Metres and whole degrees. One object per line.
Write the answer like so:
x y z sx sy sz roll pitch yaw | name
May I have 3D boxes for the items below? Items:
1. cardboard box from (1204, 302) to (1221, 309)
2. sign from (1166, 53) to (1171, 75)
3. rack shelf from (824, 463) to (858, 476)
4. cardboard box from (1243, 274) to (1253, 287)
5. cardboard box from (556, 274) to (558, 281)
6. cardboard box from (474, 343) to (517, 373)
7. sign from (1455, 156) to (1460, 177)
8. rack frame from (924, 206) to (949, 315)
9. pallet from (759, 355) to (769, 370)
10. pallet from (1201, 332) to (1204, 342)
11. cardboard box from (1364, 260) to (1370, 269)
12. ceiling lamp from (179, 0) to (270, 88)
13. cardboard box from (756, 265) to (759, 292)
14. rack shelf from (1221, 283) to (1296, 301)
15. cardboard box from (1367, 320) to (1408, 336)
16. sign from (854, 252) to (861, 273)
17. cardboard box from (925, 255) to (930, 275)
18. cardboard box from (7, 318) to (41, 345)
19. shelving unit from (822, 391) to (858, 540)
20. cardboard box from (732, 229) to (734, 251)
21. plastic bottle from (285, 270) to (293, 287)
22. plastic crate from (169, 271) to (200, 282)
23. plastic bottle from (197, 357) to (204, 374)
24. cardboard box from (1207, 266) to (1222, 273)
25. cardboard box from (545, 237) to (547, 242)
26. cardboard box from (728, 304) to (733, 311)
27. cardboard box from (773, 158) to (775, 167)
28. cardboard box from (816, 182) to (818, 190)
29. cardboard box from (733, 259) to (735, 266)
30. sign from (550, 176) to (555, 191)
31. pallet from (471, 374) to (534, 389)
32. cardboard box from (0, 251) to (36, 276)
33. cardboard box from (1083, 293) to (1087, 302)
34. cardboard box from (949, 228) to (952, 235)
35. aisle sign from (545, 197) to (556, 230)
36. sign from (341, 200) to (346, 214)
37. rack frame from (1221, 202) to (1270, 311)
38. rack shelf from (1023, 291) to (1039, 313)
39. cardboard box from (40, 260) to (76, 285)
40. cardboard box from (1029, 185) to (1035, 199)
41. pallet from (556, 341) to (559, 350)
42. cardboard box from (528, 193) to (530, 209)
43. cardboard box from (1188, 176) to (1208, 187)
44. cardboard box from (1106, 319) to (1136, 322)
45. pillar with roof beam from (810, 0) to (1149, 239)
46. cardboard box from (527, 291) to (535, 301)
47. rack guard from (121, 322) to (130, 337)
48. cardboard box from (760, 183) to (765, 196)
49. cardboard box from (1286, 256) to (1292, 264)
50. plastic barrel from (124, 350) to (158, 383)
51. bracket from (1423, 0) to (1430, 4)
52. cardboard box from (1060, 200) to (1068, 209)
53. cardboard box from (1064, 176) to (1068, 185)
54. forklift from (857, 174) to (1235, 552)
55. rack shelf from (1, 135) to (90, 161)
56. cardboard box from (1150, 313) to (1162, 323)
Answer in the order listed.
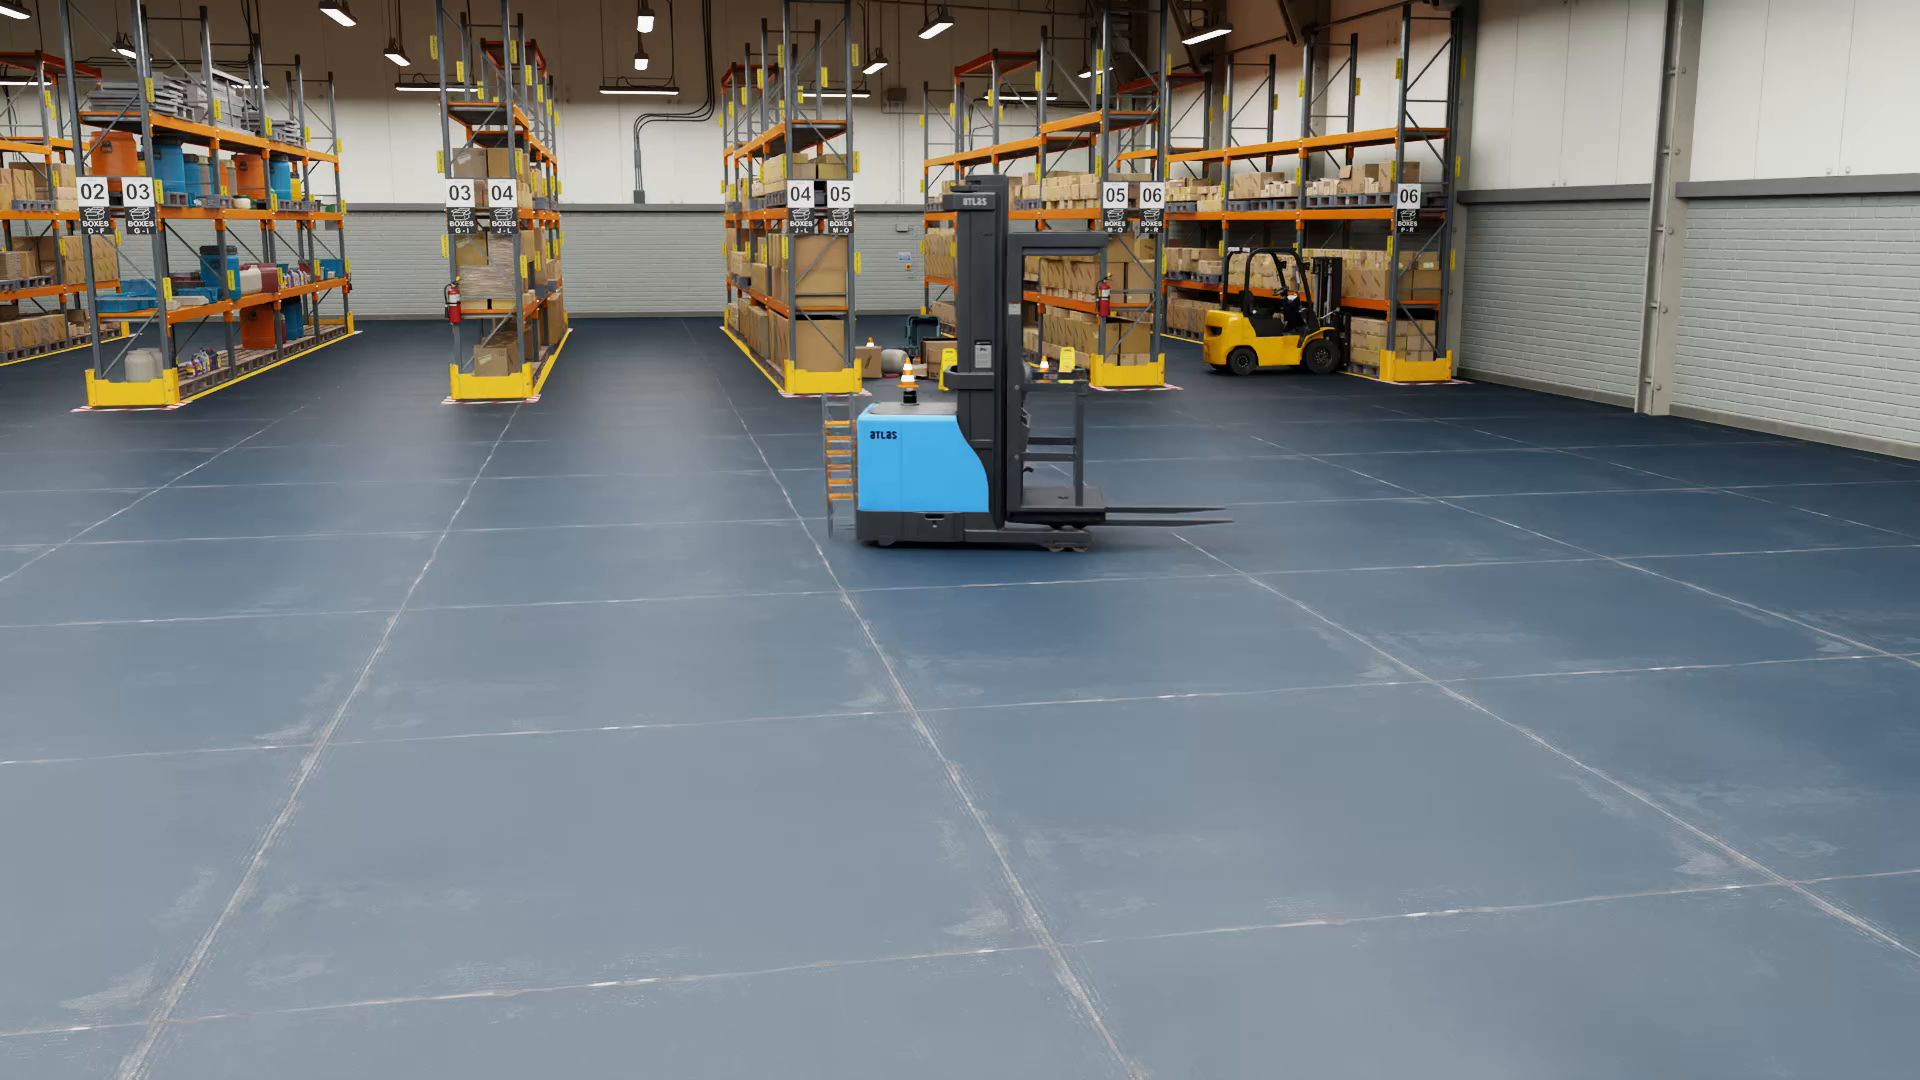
5.586 -5.143 36.523 0.380 0.149 0.250 -2 11 -9 | cardboard box
3.249 -7.432 25.967 0.100 0.325 0.005 -2 11 -11 | sign
-0.977 -0.565 13.673 0.258 0.103 0.180 -1 11 3 | rack shelf
6.076 -5.265 33.739 0.500 0.250 0.500 -2 11 -13 | cardboard box
-9.172 -5.847 37.068 0.380 0.149 0.250 -2 11 -9 | cardboard box
-7.259 -2.809 25.994 0.500 0.500 0.500 1 11 4 | cardboard box
8.130 -6.110 27.202 0.100 0.325 0.005 -2 11 -11 | sign
-0.395 -6.902 41.937 1.000 3.000 0.127 -2 11 -11 | rack frame
-3.121 -3.271 30.320 1.003 0.211 1.213 -2 11 -11 | pallet
5.921 -4.384 36.167 1.003 0.211 1.213 -2 11 -11 | pallet
7.136 -4.711 28.425 0.380 0.149 0.250 -2 11 -11 | cardboard box
-17.901 -12.579 40.108 2.000 3.185 0.800 -2 11 -11 | ceiling lamp
-3.559 -4.916 31.235 0.500 0.500 0.500 -2 11 -12 | cardboard box
6.418 -4.896 33.320 1.077 0.370 4.000 -2 11 -11 | rack shelf
7.189 -3.568 27.979 0.500 0.250 0.500 -2 11 -9 | cardboard box
-1.574 -4.252 25.488 0.100 0.325 0.005 -2 11 -11 | sign
-0.583 -6.853 41.410 0.500 0.500 0.500 -2 11 -11 | cardboard box
-18.393 -4.080 32.621 0.500 0.500 0.500 -3 11 -13 | cardboard box
-0.978 -0.609 13.665 0.258 1.200 0.189 -1 11 3 | shelving unit
-4.916 -6.827 37.807 0.500 0.500 0.500 -2 11 -13 | cardboard box
-13.482 -5.245 33.362 0.144 0.351 0.185 -2 11 -11 | plastic bottle
-13.035 -4.270 27.936 0.402 0.464 0.583 -2 11 -11 | plastic crate
-12.035 -2.765 26.322 0.097 0.271 0.097 0 11 0 | plastic bottle
5.525 -5.805 35.724 0.380 0.149 0.250 -2 11 -10 | cardboard box
-9.206 -6.233 35.472 0.797 0.503 0.637 -2 11 -12 | cardboard box
-5.367 -5.596 39.985 0.380 0.149 0.250 -2 11 -11 | cardboard box
-2.814 -6.095 26.825 0.380 0.149 0.250 -2 11 -11 | cardboard box
-2.117 -5.680 26.778 0.380 0.149 0.250 -2 11 -11 | cardboard box
-4.673 -5.967 35.780 0.380 0.149 0.250 -3 11 -13 | cardboard box
-8.808 -7.712 35.944 0.100 0.325 0.005 -2 11 -11 | sign
-7.142 -2.401 25.749 1.003 0.211 1.213 -2 11 -11 | pallet
-19.183 -5.609 33.752 0.700 0.500 0.500 -6 12 -30 | cardboard box
2.247 -3.995 27.336 0.380 0.149 0.250 -2 11 -12 | cardboard box
-0.040 -7.216 38.912 0.380 0.149 0.250 -2 11 -11 | cardboard box
-9.836 -7.843 39.927 0.394 0.787 0.004 -2 11 -11 | aisle sign
-14.438 -7.807 38.947 0.100 0.325 0.005 -2 11 -11 | sign
6.029 -5.616 35.180 1.000 3.000 0.127 -2 11 -11 | rack frame
1.550 -4.715 32.368 1.077 0.370 4.000 -2 11 -11 | rack shelf
-18.888 -5.601 34.833 0.500 0.500 0.500 -2 11 -10 | cardboard box
1.590 -6.502 31.091 0.500 0.250 0.500 -2 11 -10 | cardboard box
-8.873 -4.075 34.542 1.003 0.211 1.213 -2 11 -11 | pallet
-7.346 -5.570 27.319 0.500 0.250 0.500 -2 11 -10 | cardboard box
5.462 -8.204 38.132 0.396 0.266 0.258 -2 11 -11 | cardboard box
2.720 -3.449 28.023 0.500 0.500 0.500 -3 11 -13 | cardboard box
0.610 -10.401 44.275 9.100 9.000 0.548 -2 11 -11 | pillar with roof beam
-7.265 -4.053 27.638 0.380 0.149 0.250 -2 11 -11 | cardboard box
-19.819 -4.940 38.315 1.175 0.500 0.348 -2 11 -11 | rack guard
-3.353 -6.376 30.163 0.500 0.250 0.500 -2 11 -11 | cardboard box
6.455 -5.351 31.787 0.380 0.149 0.250 -2 11 -12 | cardboard box
-12.065 -2.529 24.492 0.421 0.512 0.421 0 11 0 | plastic barrel
7.905 -9.088 27.749 0.235 0.232 0.430 -2 11 -11 | bracket
1.923 -5.745 28.510 0.380 0.149 0.250 -2 11 -12 | cardboard box
1.987 -6.136 28.431 0.380 0.149 0.250 -2 11 -12 | cardboard box
0.704 -1.449 13.471 3.031 2.935 1.130 1 11 3 | forklift
-19.445 -8.407 35.733 1.077 0.370 4.000 -2 11 -11 | rack shelf
4.785 -5.370 40.075 0.396 0.266 0.258 -2 11 -9 | cardboard box
